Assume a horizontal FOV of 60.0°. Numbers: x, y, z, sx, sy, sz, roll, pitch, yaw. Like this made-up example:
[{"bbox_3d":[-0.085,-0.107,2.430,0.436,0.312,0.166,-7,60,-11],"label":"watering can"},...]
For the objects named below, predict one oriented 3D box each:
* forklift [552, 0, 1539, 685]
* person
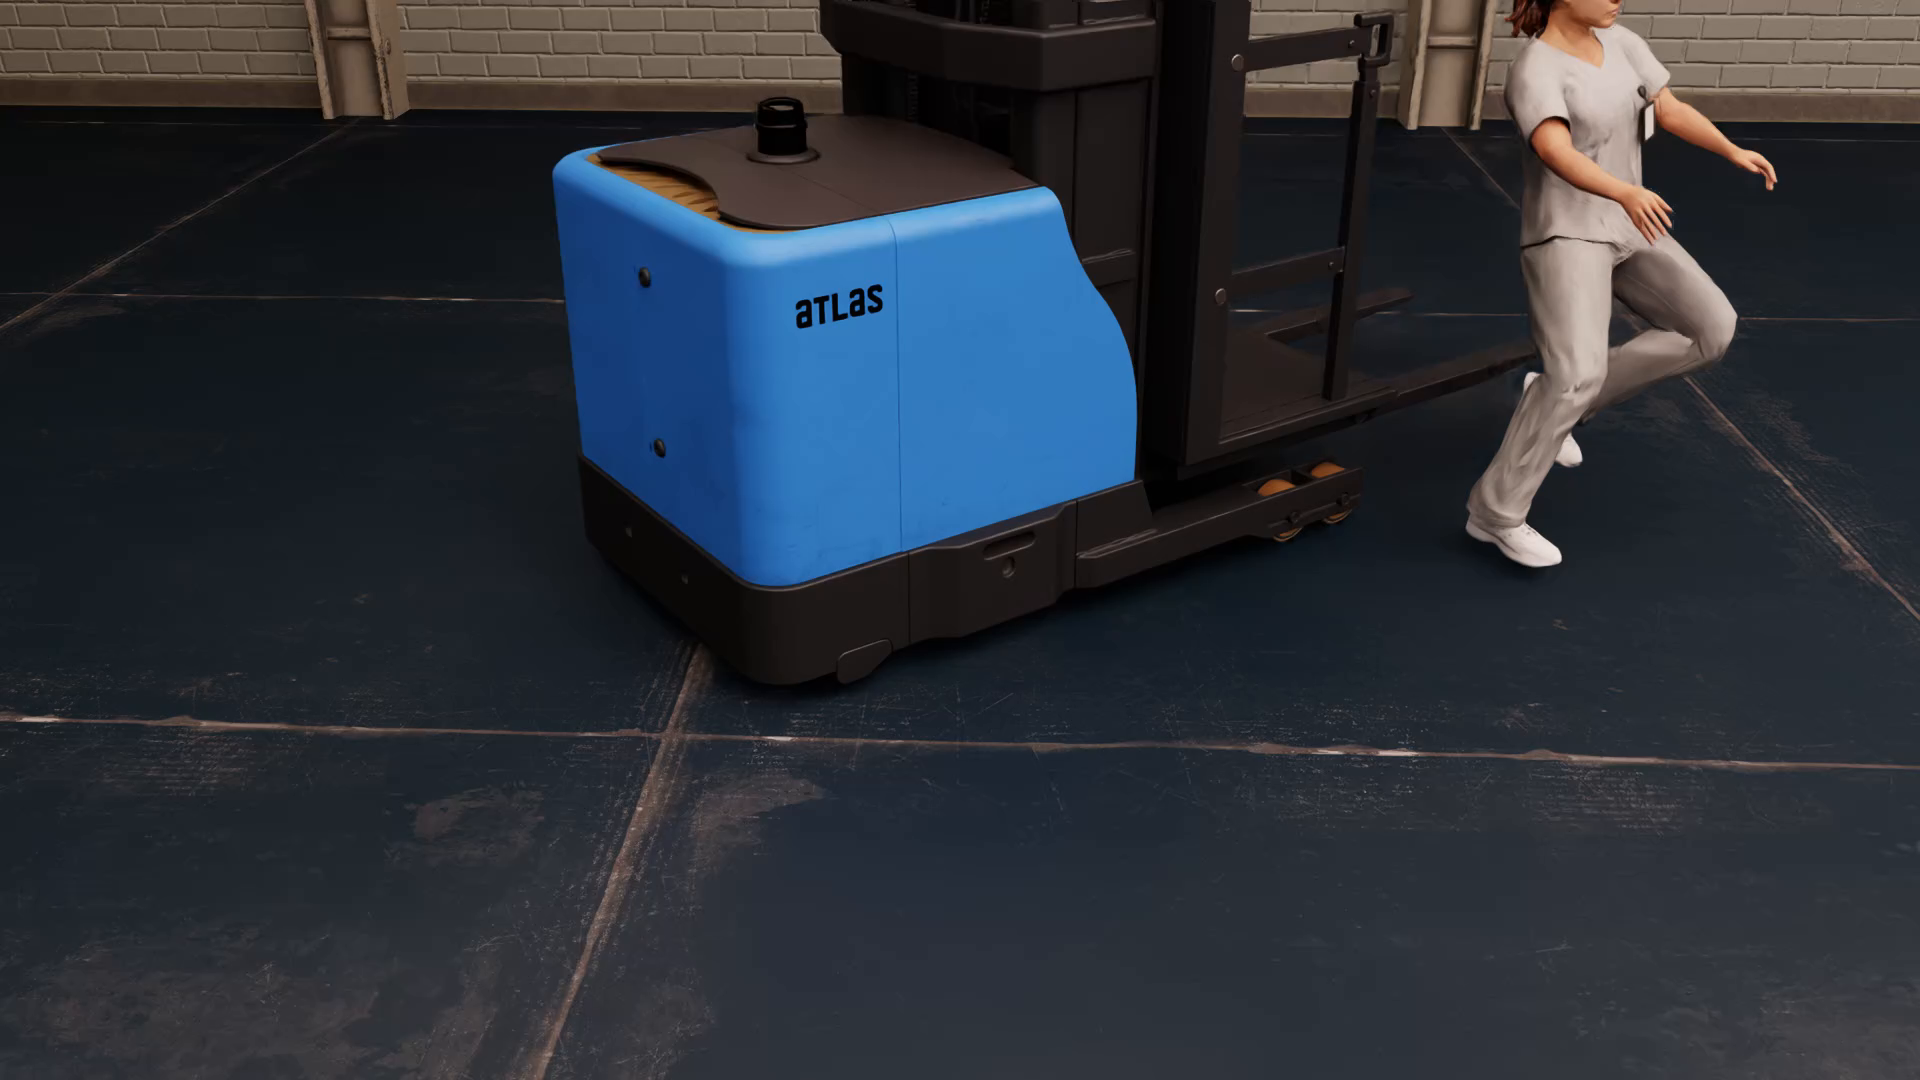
[{"bbox_3d":[0.506,-1.484,4.217,3.031,2.935,1.130,-17,31,-31],"label":"forklift"},{"bbox_3d":[1.643,-0.758,4.251,0.716,1.524,0.736,-18,32,-32],"label":"person"}]
